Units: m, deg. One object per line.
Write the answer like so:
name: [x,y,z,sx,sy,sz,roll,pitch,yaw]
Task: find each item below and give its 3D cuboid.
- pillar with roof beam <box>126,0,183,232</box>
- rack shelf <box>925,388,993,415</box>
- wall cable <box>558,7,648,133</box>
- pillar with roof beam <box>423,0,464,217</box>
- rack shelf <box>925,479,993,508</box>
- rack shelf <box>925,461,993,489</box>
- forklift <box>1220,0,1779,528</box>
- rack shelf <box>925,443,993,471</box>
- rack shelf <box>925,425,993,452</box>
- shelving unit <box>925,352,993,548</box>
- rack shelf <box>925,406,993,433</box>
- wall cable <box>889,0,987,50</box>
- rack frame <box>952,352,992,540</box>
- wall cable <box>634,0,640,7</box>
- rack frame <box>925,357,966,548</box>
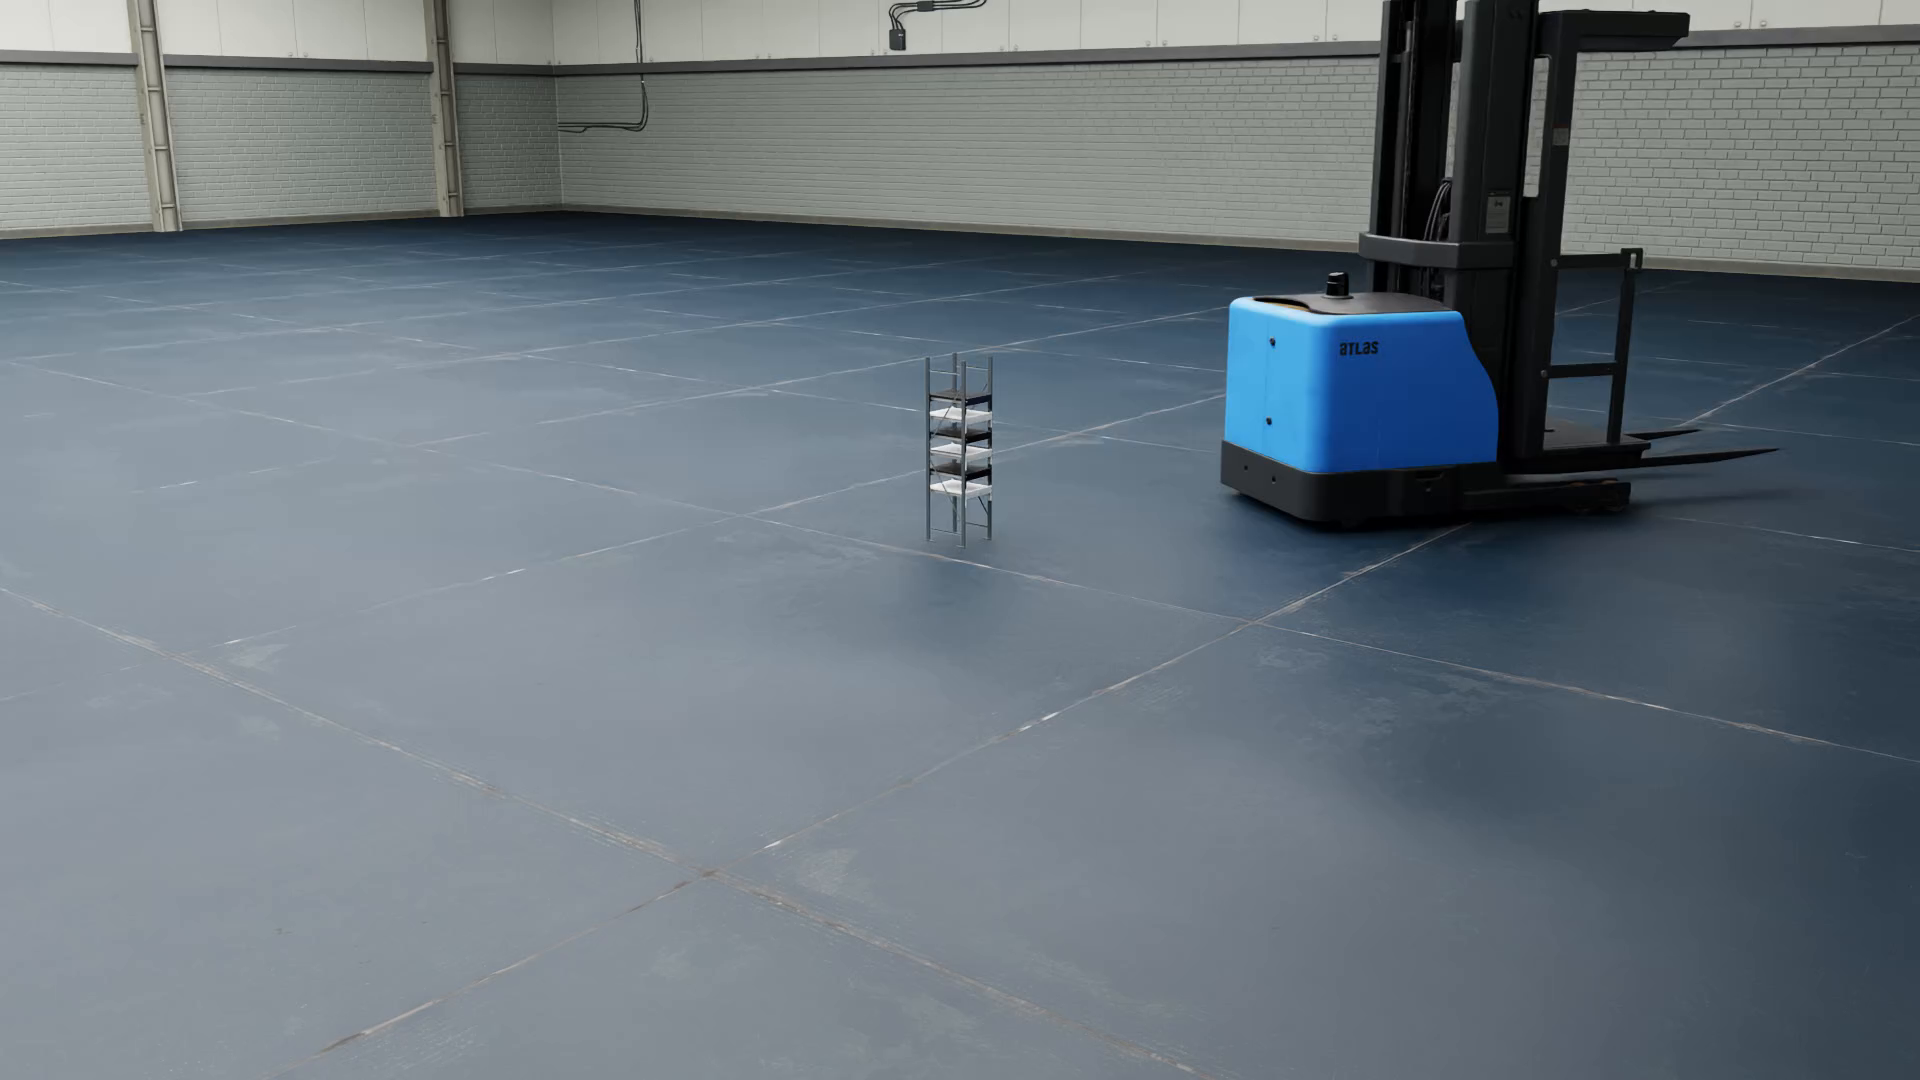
pillar with roof beam: [-11.042,-9.308,26.487,9.100,9.000,0.400,11,18,38]
rack shelf: [-0.005,-0.664,7.948,0.258,0.077,0.200,11,18,38]
wall cable: [-7.740,-9.978,35.430,3.097,2.526,0.112,11,18,38]
pillar with roof beam: [-7.271,-10.457,31.010,9.100,9.000,0.400,11,18,38]
rack shelf: [-0.005,-0.228,8.059,0.258,0.077,0.200,11,18,38]
rack shelf: [-0.005,-0.315,8.036,0.258,0.077,0.200,11,18,38]
forklift: [2.993,-1.673,8.755,3.031,2.935,1.130,-5,15,-17]
rack shelf: [-0.005,-0.402,8.014,0.258,0.077,0.200,11,18,38]
rack shelf: [-0.005,-0.490,7.992,0.258,0.077,0.200,11,18,38]
shelving unit: [-0.005,-0.435,8.006,0.258,0.900,0.210,11,18,38]
rack shelf: [-0.005,-0.577,7.970,0.258,0.077,0.200,11,18,38]
wall cable: [-0.366,-11.659,28.834,2.305,6.003,0.169,11,18,38]
rack frame: [0.059,-0.454,8.083,0.240,0.900,0.006,11,18,38]
wall cable: [-5.636,-12.007,33.160,3.097,2.526,0.112,11,18,38]
rack frame: [-0.069,-0.415,7.929,0.240,0.900,0.006,11,18,38]
